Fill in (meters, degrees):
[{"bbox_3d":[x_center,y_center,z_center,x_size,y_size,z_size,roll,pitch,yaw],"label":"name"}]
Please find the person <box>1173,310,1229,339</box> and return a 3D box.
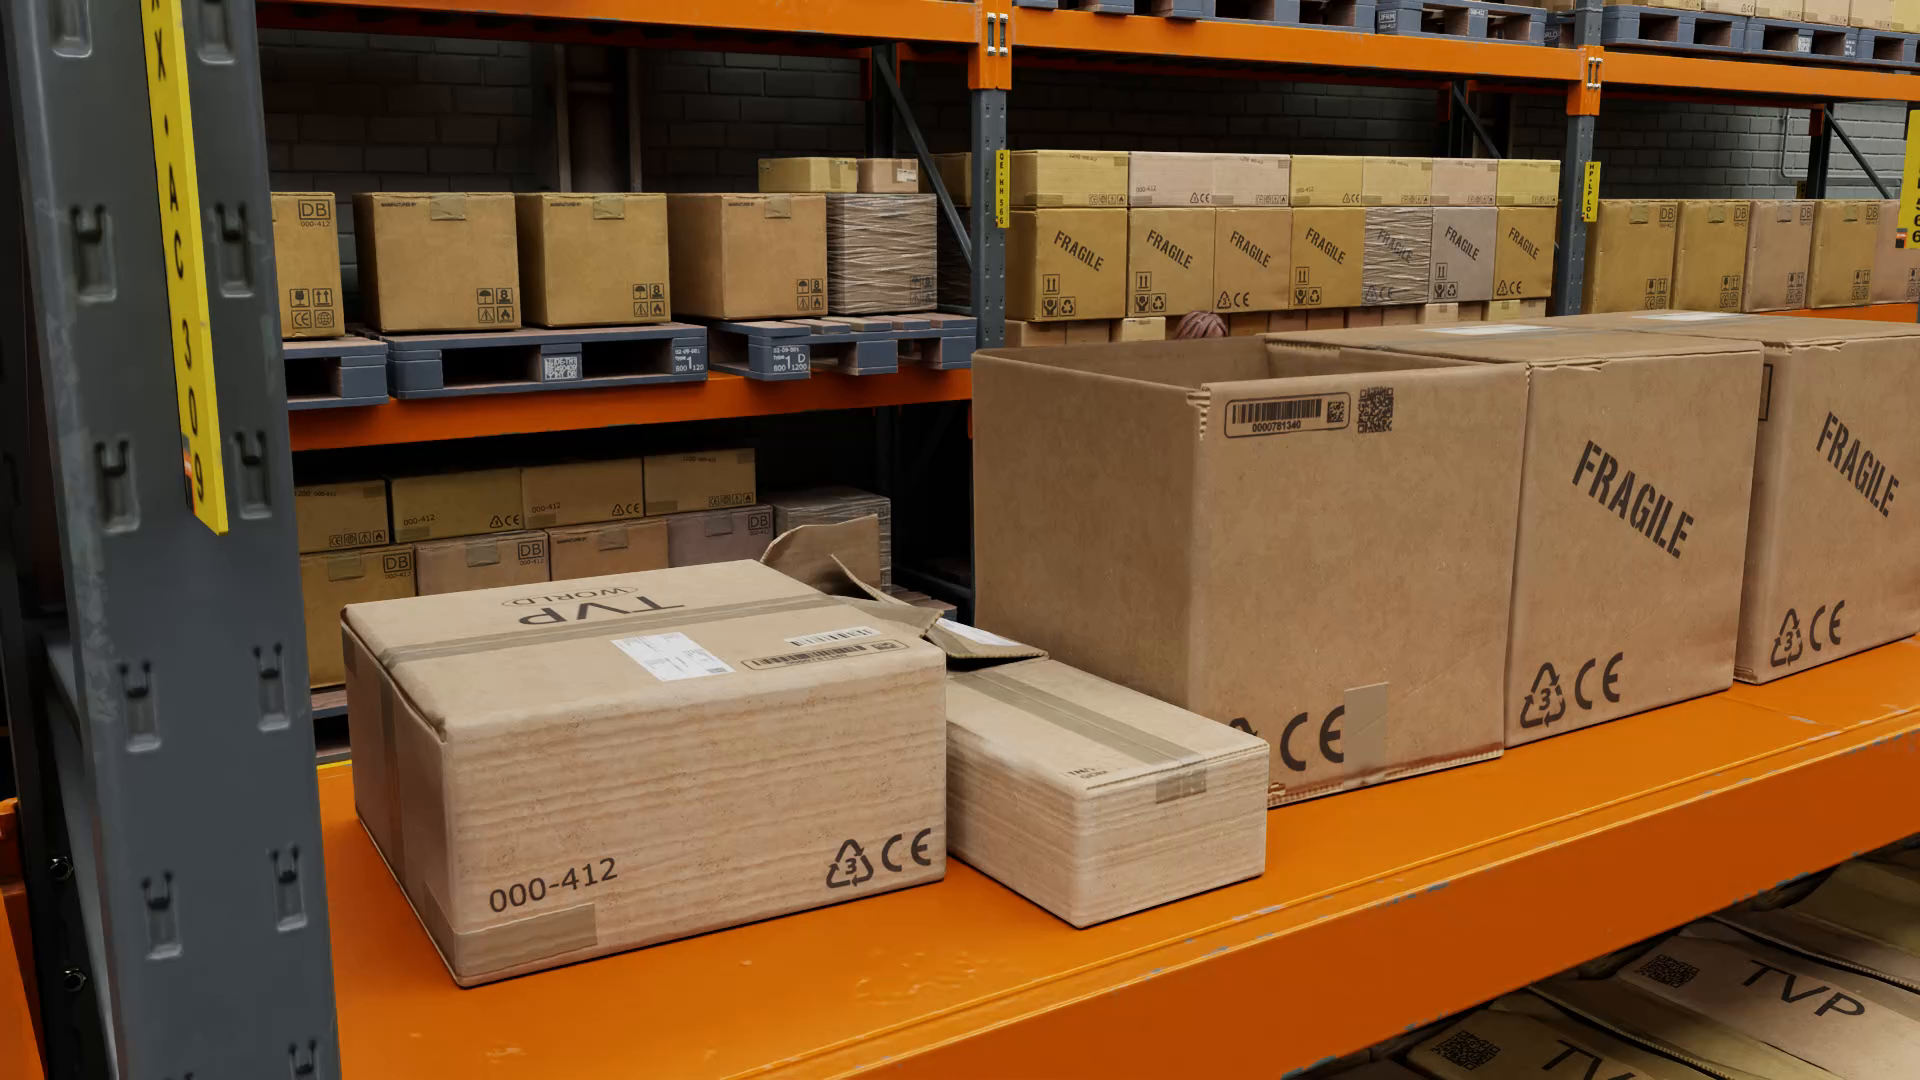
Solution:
[{"bbox_3d":[0.843,-0.077,6.384,0.477,1.580,0.345,-9,14,-36],"label":"person"}]
